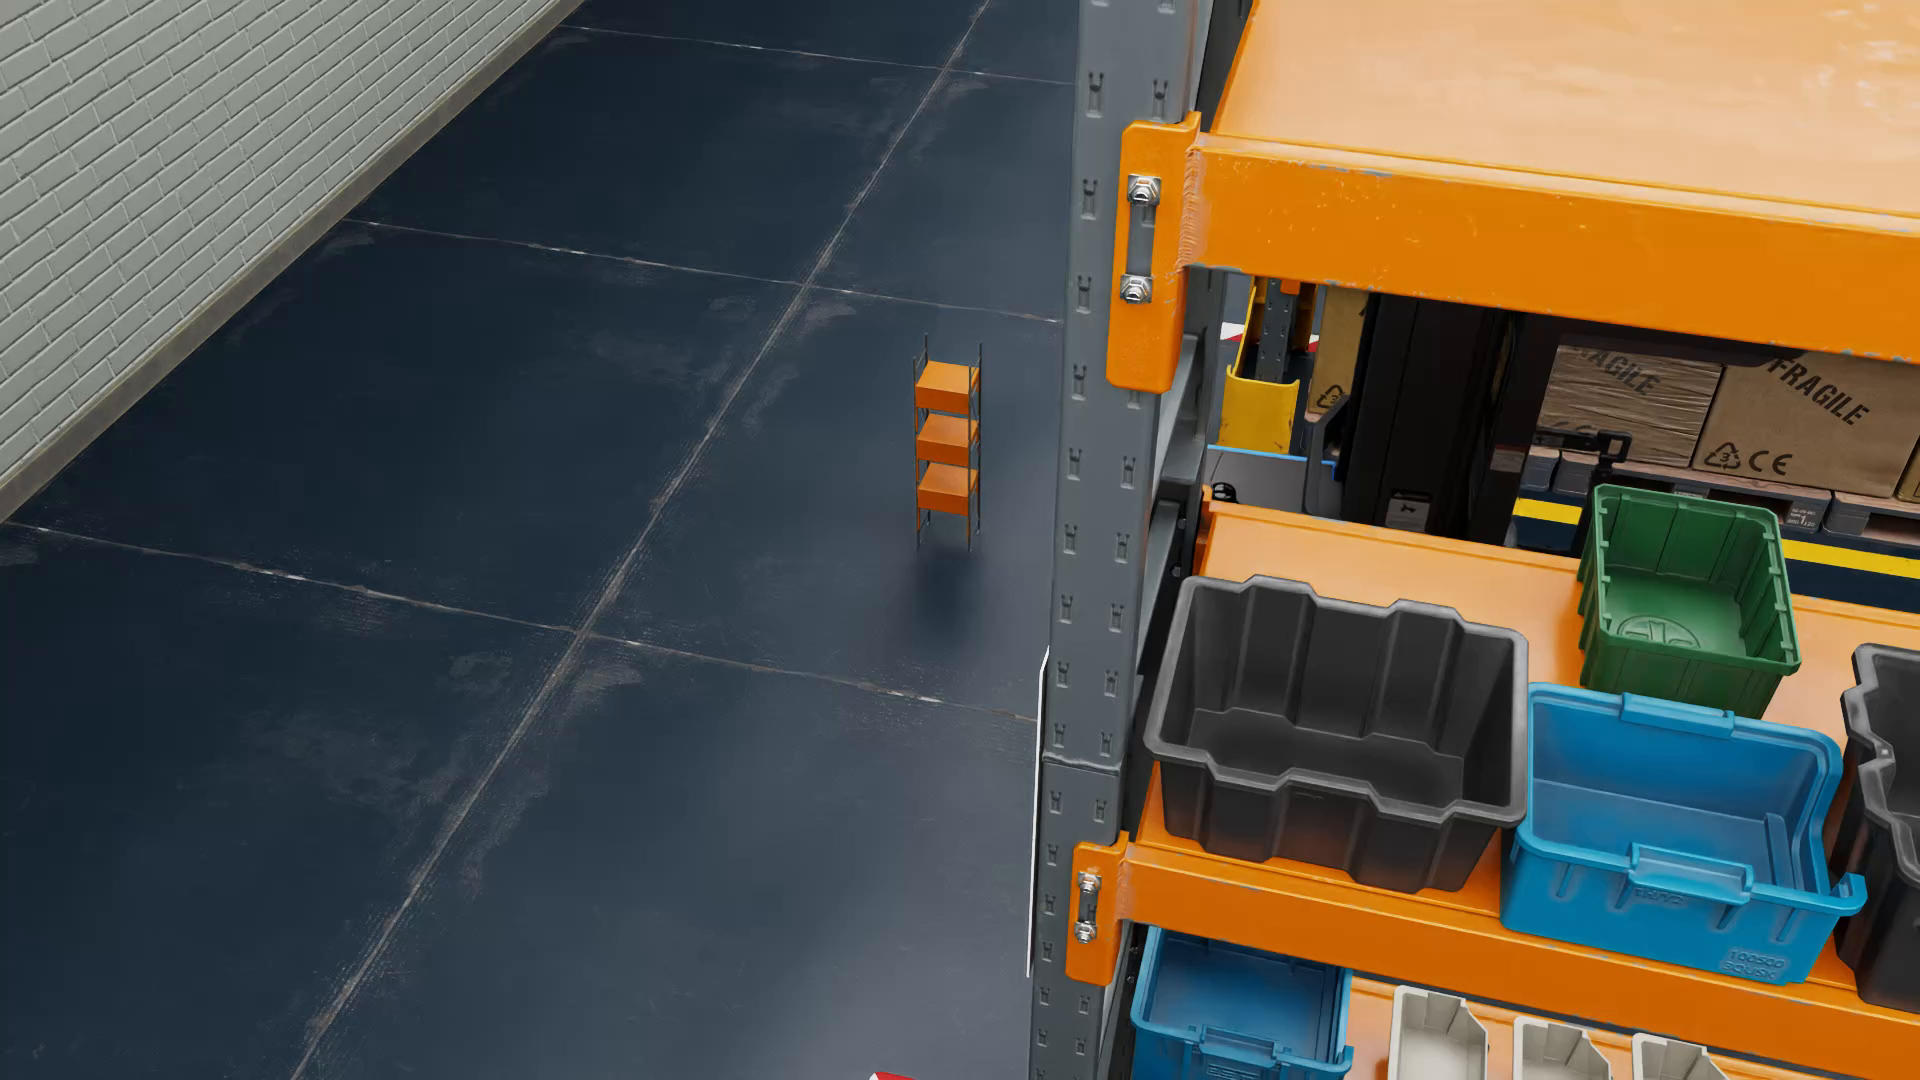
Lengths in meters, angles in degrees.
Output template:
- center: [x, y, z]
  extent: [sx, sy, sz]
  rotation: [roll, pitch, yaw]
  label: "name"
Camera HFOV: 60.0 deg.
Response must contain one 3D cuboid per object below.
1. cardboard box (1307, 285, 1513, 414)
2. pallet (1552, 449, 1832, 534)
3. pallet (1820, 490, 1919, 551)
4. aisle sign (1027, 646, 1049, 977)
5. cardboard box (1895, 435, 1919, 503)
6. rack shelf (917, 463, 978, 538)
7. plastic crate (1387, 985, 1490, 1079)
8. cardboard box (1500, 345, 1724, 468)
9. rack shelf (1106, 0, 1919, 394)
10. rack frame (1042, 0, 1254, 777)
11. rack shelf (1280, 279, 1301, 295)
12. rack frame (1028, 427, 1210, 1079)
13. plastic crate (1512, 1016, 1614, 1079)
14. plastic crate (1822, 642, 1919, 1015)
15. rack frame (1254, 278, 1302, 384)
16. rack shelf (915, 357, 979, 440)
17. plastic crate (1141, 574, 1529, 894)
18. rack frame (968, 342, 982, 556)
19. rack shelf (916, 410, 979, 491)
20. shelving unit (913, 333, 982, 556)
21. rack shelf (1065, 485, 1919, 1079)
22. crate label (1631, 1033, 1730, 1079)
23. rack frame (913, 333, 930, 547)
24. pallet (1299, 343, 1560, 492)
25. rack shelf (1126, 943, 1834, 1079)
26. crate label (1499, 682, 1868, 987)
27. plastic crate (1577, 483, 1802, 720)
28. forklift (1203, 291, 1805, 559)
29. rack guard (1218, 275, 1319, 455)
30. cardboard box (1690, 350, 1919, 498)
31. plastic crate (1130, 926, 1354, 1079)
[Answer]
- center: [2.242, -1.161, 8.150]
  extent: [0.875, 0.875, 0.875]
  rotation: [10, 41, 11]
  label: "cardboard box"
- center: [3.570, -0.514, 8.223]
  extent: [1.213, 0.211, 1.003]
  rotation: [10, 41, 11]
  label: "pallet"
- center: [4.753, -0.313, 7.983]
  extent: [1.213, 0.211, 1.003]
  rotation: [10, 41, 11]
  label: "pallet"
- center: [0.176, 0.383, 2.964]
  extent: [0.004, 0.787, 0.394]
  rotation: [10, 41, 11]
  label: "aisle sign"
- center: [4.850, -0.712, 7.616]
  extent: [0.875, 0.875, 0.875]
  rotation: [10, 41, 11]
  label: "cardboard box"
- center: [-0.052, -0.190, 7.633]
  extent: [0.240, 0.259, 0.215]
  rotation: [10, 41, 11]
  label: "rack shelf"
- center: [1.157, 1.307, 4.044]
  extent: [0.243, 0.136, 0.396]
  rotation: [10, 41, 11]
  label: "plastic crate"
- center: [3.121, -1.010, 7.970]
  extent: [0.875, 0.875, 0.875]
  rotation: [10, 41, 11]
  label: "cardboard box"
- center: [2.255, -0.330, 2.041]
  extent: [4.000, 0.370, 1.077]
  rotation: [10, 41, 11]
  label: "rack shelf"
- center: [0.323, -1.091, 2.076]
  extent: [0.127, 3.000, 1.000]
  rotation: [10, 41, 11]
  label: "rack frame"
- center: [3.535, -1.263, 7.505]
  extent: [4.000, 0.370, 1.077]
  rotation: [10, 41, 11]
  label: "rack shelf"
- center: [0.323, 1.206, 4.006]
  extent: [0.127, 3.000, 1.000]
  rotation: [10, 41, 11]
  label: "rack frame"
- center: [1.433, 1.365, 3.976]
  extent: [0.243, 0.136, 0.396]
  rotation: [10, 41, 11]
  label: "plastic crate"
- center: [1.727, 0.506, 2.555]
  extent: [0.767, 0.338, 0.504]
  rotation: [10, 41, 11]
  label: "plastic crate"
- center: [1.603, -1.871, 7.670]
  extent: [0.127, 3.000, 1.000]
  rotation: [10, 41, 11]
  label: "rack frame"
- center: [-0.052, -0.620, 7.272]
  extent: [0.240, 0.259, 0.215]
  rotation: [10, 41, 11]
  label: "rack shelf"
- center: [0.622, 0.345, 2.801]
  extent: [0.590, 0.269, 0.497]
  rotation: [10, 41, 11]
  label: "plastic crate"
- center: [0.066, -0.391, 7.423]
  extent: [0.008, 1.050, 0.200]
  rotation: [10, 41, 11]
  label: "rack frame"
- center: [-0.052, -0.403, 7.454]
  extent: [0.240, 0.259, 0.215]
  rotation: [10, 41, 11]
  label: "rack shelf"
- center: [-0.052, -0.411, 7.448]
  extent: [0.252, 1.050, 0.215]
  rotation: [10, 41, 11]
  label: "shelving unit"
- center: [2.255, 0.666, 2.877]
  extent: [4.000, 0.370, 1.077]
  rotation: [10, 41, 11]
  label: "rack shelf"
- center: [1.709, 1.396, 3.939]
  extent: [0.243, 0.136, 0.396]
  rotation: [10, 41, 11]
  label: "crate label"
- center: [-0.170, -0.431, 7.472]
  extent: [0.008, 1.050, 0.200]
  rotation: [10, 41, 11]
  label: "rack frame"
- center: [2.395, -0.719, 8.466]
  extent: [1.213, 0.211, 1.003]
  rotation: [10, 41, 11]
  label: "pallet"
- center: [2.255, 1.814, 3.841]
  extent: [4.000, 0.370, 1.077]
  rotation: [10, 41, 11]
  label: "rack shelf"
- center: [1.130, 0.469, 2.667]
  extent: [0.502, 0.251, 0.408]
  rotation: [10, 41, 11]
  label: "crate label"
- center: [1.349, 0.125, 3.125]
  extent: [0.336, 0.188, 0.450]
  rotation: [10, 41, 11]
  label: "plastic crate"
- center: [2.048, -0.205, 5.740]
  extent: [3.031, 2.935, 1.130]
  rotation: [8, 41, 10]
  label: "forklift"
- center: [1.580, -0.918, 8.478]
  extent: [0.348, 0.500, 1.175]
  rotation: [10, 41, 11]
  label: "rack guard"
- center: [3.981, -0.862, 7.794]
  extent: [0.875, 0.875, 0.875]
  rotation: [10, 41, 11]
  label: "cardboard box"
- center: [0.694, 1.109, 4.047]
  extent: [0.499, 0.435, 0.616]
  rotation: [10, 41, 11]
  label: "plastic crate"
